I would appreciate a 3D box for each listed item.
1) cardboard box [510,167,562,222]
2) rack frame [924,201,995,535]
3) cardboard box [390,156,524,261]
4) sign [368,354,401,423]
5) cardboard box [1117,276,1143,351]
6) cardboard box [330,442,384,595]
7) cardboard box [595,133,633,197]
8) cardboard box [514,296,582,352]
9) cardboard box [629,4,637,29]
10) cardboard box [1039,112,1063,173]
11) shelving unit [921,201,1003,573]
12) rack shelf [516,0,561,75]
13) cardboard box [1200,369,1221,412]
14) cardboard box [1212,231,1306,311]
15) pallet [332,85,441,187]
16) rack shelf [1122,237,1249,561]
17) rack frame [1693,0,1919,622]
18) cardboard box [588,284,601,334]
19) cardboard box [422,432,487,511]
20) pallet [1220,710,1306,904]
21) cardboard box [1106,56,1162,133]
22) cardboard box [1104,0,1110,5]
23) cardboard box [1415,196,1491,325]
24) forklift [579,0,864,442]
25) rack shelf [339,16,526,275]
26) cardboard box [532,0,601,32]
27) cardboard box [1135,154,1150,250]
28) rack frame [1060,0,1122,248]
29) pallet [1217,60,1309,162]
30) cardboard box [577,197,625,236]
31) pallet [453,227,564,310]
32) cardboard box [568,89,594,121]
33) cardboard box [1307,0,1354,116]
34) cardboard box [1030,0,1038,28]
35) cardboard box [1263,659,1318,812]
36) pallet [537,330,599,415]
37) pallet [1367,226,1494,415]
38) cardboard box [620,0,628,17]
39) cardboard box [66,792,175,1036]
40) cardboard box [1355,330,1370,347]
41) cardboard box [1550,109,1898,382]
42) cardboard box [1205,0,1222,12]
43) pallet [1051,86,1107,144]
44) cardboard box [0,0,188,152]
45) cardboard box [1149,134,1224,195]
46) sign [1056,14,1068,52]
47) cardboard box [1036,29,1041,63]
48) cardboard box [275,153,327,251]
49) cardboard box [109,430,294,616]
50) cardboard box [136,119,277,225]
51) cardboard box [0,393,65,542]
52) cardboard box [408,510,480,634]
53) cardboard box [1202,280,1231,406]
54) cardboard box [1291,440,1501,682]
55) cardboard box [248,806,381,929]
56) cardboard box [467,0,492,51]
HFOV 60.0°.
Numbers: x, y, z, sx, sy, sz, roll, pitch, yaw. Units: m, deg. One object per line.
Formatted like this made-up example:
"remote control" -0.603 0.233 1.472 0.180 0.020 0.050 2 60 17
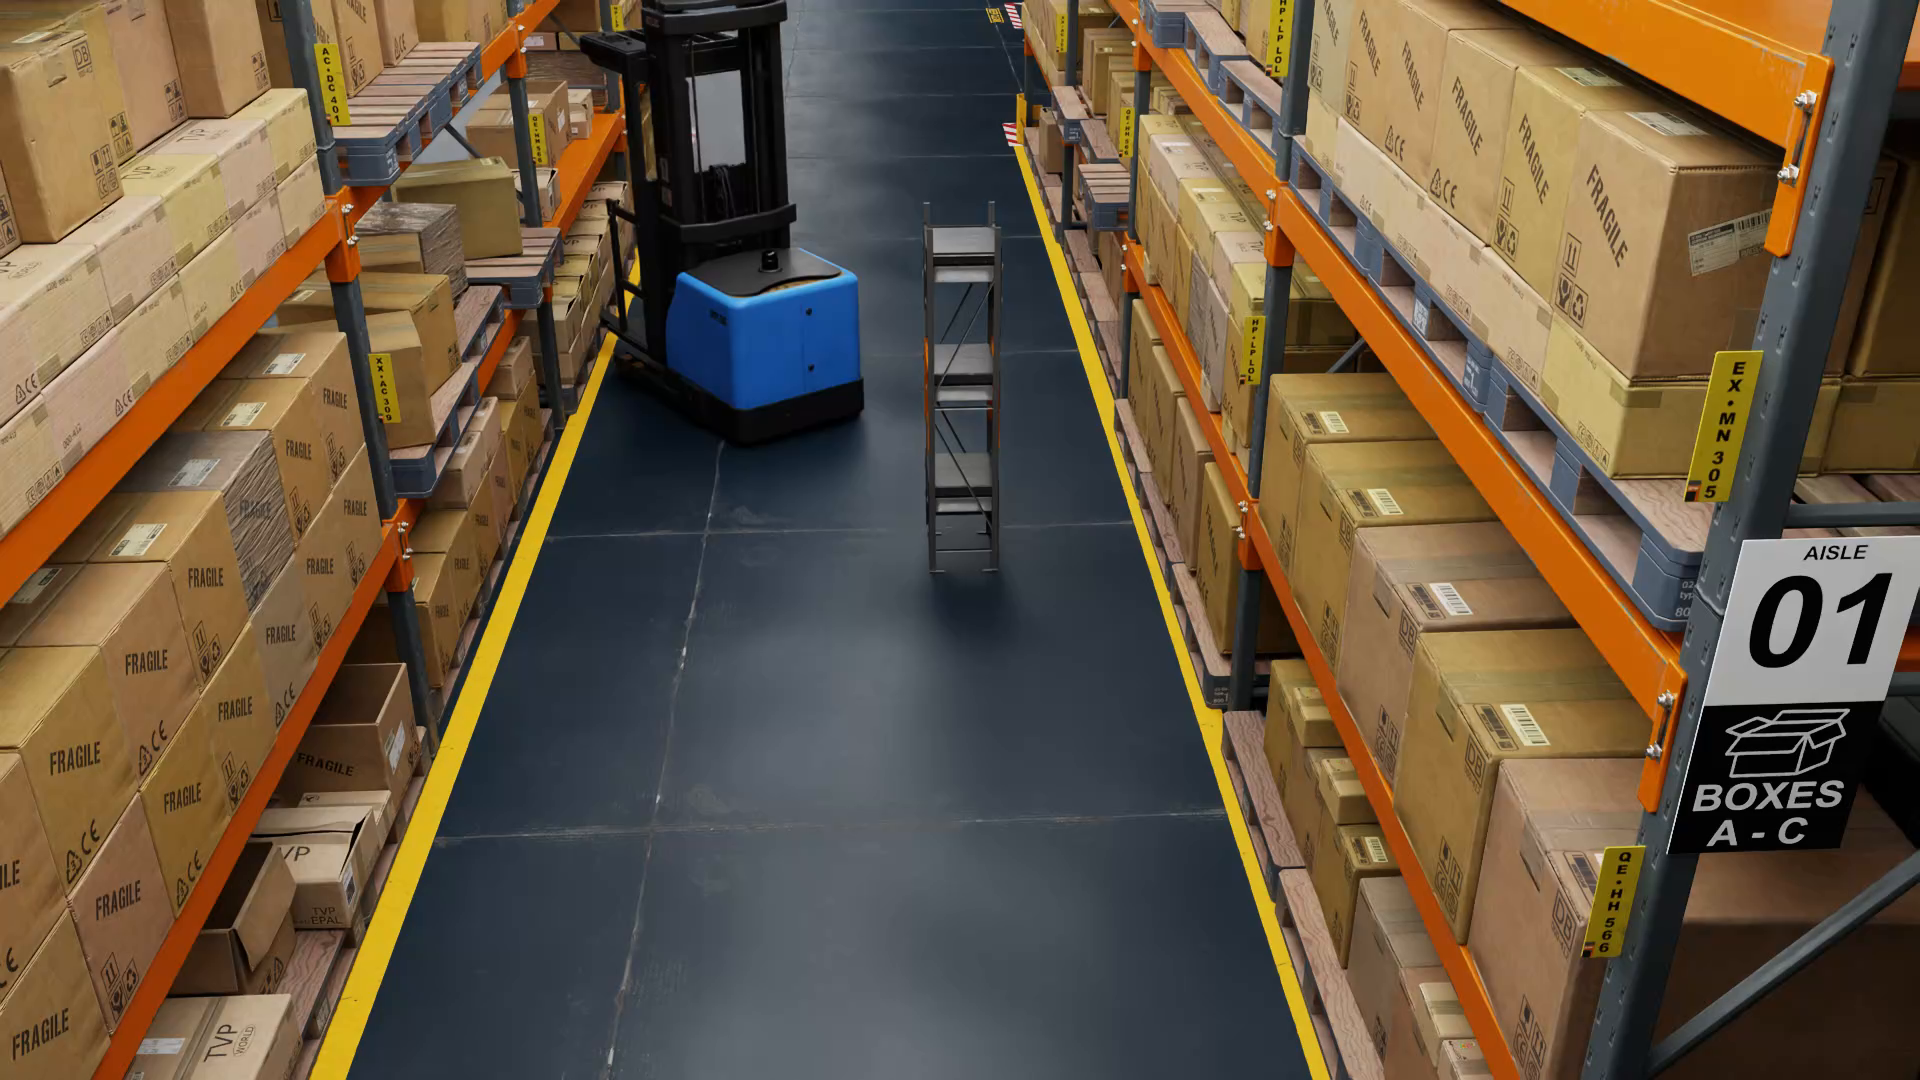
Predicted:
"cardboard box" -3.150 -2.494 11.884 0.500 0.311 0.500 -2 28 -3
"rack frame" -0.004 -0.967 9.834 0.400 2.100 0.015 -1 28 -3
"cardboard box" -3.151 -2.058 10.390 0.700 0.500 0.500 -11 29 -20
"sign" -2.546 -0.669 7.352 0.100 0.325 0.005 -1 28 -3
"cardboard box" 1.560 -1.655 12.407 0.700 0.500 0.500 -1 28 -2
"cardboard box" -2.806 -0.088 7.067 0.500 0.500 0.500 -1 28 -2
"cardboard box" -3.217 -3.484 15.395 0.500 0.500 0.500 -1 28 -3
"cardboard box" -3.031 -1.580 11.949 0.500 0.311 0.500 0 28 -1
"cardboard box" -3.651 -5.167 16.804 0.700 0.500 0.500 -1 28 -2
"cardboard box" 1.197 -4.093 17.082 0.700 0.500 0.500 -3 28 -6
"shelving unit" 0.009 -0.855 9.618 0.431 2.100 0.503 -1 28 -3
"rack shelf" -3.401 -4.050 12.306 1.077 0.370 4.000 -1 28 -3
"cardboard box" 1.481 -0.794 8.778 0.380 0.149 0.250 -1 28 -3
"cardboard box" 1.562 -1.353 8.338 0.500 0.250 0.500 -1 28 -2
"pallet" -3.052 -1.818 7.451 1.213 0.211 1.003 -1 28 -3
"rack shelf" 1.754 -0.994 9.691 1.077 0.370 4.000 -1 28 -3
"rack frame" 2.068 -1.202 2.824 1.000 3.000 0.127 -1 28 -3
"cardboard box" -3.091 -1.804 12.984 0.500 0.250 0.500 -2 28 -4
"cardboard box" -2.922 -0.379 9.149 0.500 0.250 0.500 -1 28 -3
"pallet" 1.820 1.200 7.721 1.003 0.211 1.213 -1 28 -3
"cardboard box" 1.521 -3.526 13.183 0.700 0.500 0.500 2 28 4
"cardboard box" 1.602 -4.820 15.578 0.500 0.500 0.500 -2 28 -3
"cardboard box" 1.704 -0.849 4.990 0.500 0.250 0.500 -2 28 -4
"forklift" -1.967 -2.590 12.046 1.130 2.935 3.031 -19 33 -32
"rack shelf" -3.192 -2.203 8.764 1.077 0.370 4.000 -1 28 -3
"cardboard box" -3.535 -4.787 14.674 0.700 0.500 0.500 -1 28 -2
"cardboard box" 1.420 -2.191 10.757 0.500 0.500 0.500 -1 28 -1
"rack frame" 1.441 -4.084 14.837 1.000 3.000 0.127 -1 28 -3
"pallet" 1.762 -2.057 7.913 0.805 0.209 1.217 -2 28 -5
"cardboard box" -3.165 -2.758 14.208 0.500 0.311 0.500 -1 28 -1
"pallet" -3.191 -1.719 10.510 1.213 0.211 1.003 -1 28 -3
"cardboard box" -3.436 -3.670 14.205 0.500 0.250 0.500 0 28 1
"cardboard box" 1.616 -1.880 6.157 0.500 0.500 0.500 -2 28 -3
"cardboard box" 0.993 -5.511 16.903 0.500 0.500 0.500 -2 28 -4
"cardboard box" 1.795 0.880 7.567 0.700 0.500 0.500 -1 28 -2
"pallet" -3.301 -1.260 12.438 1.003 0.211 1.213 -1 28 -3
"pallet" 1.952 -0.740 5.278 1.003 0.211 1.213 -1 28 -3
"cardboard box" -3.411 -5.139 16.049 0.380 0.149 0.250 -2 28 -3
"cardboard box" -2.671 1.085 4.818 0.500 0.500 0.500 -2 28 -3
"cardboard box" 2.095 -1.126 7.903 0.500 0.250 0.500 -1 28 -1
"cardboard box" 1.757 -0.700 3.894 0.500 0.500 0.500 -1 28 -3
"cardboard box" 1.813 -3.340 9.583 0.700 0.500 0.500 -3 28 -5
"pallet" 1.336 -3.643 14.198 1.003 0.211 1.213 -1 28 -3
"cardboard box" -3.140 -1.628 5.695 0.700 0.500 0.500 -1 28 -3
"cardboard box" 1.445 -2.290 10.135 0.500 0.250 0.500 -2 28 -3
"sign" 0.900 -4.451 14.605 0.100 0.325 0.005 -1 28 -3
"cardboard box" 1.027 -4.932 16.604 0.500 0.250 0.500 -1 28 -2
"cardboard box" -2.797 -1.314 6.444 0.500 0.250 0.500 -1 28 -3
"cardboard box" -2.747 -0.059 5.931 0.500 0.500 0.500 -1 28 -2
"cardboard box" -2.769 -1.304 5.885 0.500 0.250 0.500 -1 28 -3
"cardboard box" -2.665 -0.159 4.230 0.500 0.250 0.500 -1 28 -3
"cardboard box" -2.909 0.170 8.908 0.500 0.500 0.500 -1 28 -2
"cardboard box" 1.546 -1.017 8.505 0.500 0.500 0.500 -1 28 -2
"cardboard box" 1.903 0.066 6.556 0.980 0.700 0.700 -2 28 -4
"cardboard box" -2.736 1.331 6.885 0.500 0.311 0.500 -1 28 -3
"cardboard box" -3.214 -3.054 9.509 0.910 0.500 0.500 -1 28 -3
